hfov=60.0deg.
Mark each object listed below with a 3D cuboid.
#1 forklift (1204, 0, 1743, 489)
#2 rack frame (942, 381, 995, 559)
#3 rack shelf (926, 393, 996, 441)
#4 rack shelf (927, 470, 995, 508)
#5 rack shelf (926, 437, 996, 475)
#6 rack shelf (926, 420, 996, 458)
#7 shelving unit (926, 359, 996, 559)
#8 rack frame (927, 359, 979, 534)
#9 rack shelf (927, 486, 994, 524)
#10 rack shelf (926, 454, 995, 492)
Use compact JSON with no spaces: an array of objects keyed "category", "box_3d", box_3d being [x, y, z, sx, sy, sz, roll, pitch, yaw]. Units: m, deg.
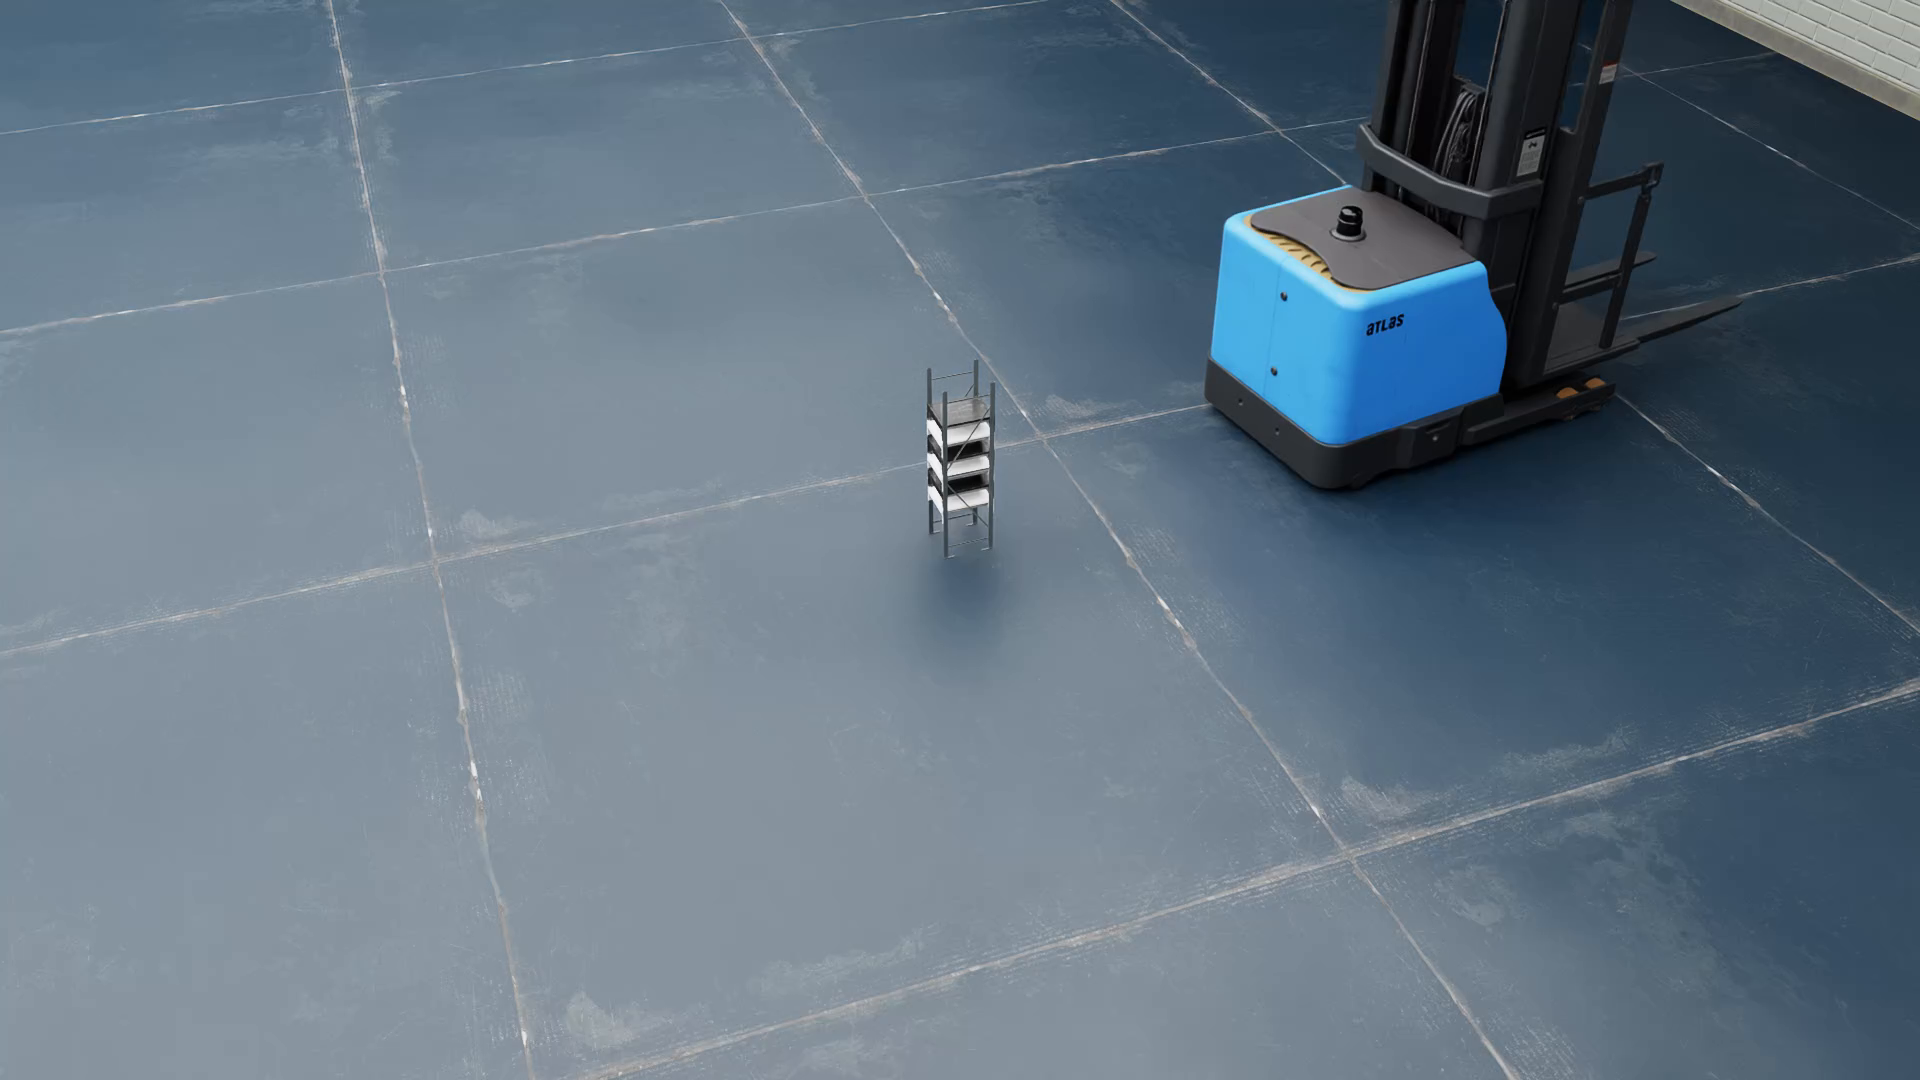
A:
[{"category":"forklift","box_3d":[2.808,-2.048,8.032,3.031,2.935,1.130,-18,41,-22]},{"category":"rack frame","box_3d":[0.038,-0.297,7.397,0.240,0.900,0.006,-12,39,-16]},{"category":"rack shelf","box_3d":[0.003,-0.544,7.331,0.258,0.077,0.200,-12,39,-16]},{"category":"rack shelf","box_3d":[0.003,-0.256,7.547,0.258,0.077,0.200,-12,39,-16]},{"category":"rack shelf","box_3d":[0.003,-0.400,7.439,0.258,0.077,0.200,-12,39,-16]},{"category":"rack shelf","box_3d":[0.003,-0.472,7.385,0.258,0.077,0.200,-12,39,-16]},{"category":"shelving unit","box_3d":[0.003,-0.355,7.473,0.258,0.900,0.210,-12,39,-16]},{"category":"rack frame","box_3d":[-0.032,-0.412,7.549,0.240,0.900,0.006,-12,39,-16]},{"category":"rack shelf","box_3d":[0.003,-0.184,7.602,0.258,0.077,0.200,-12,39,-16]},{"category":"rack shelf","box_3d":[0.003,-0.328,7.493,0.258,0.077,0.200,-12,39,-16]}]
